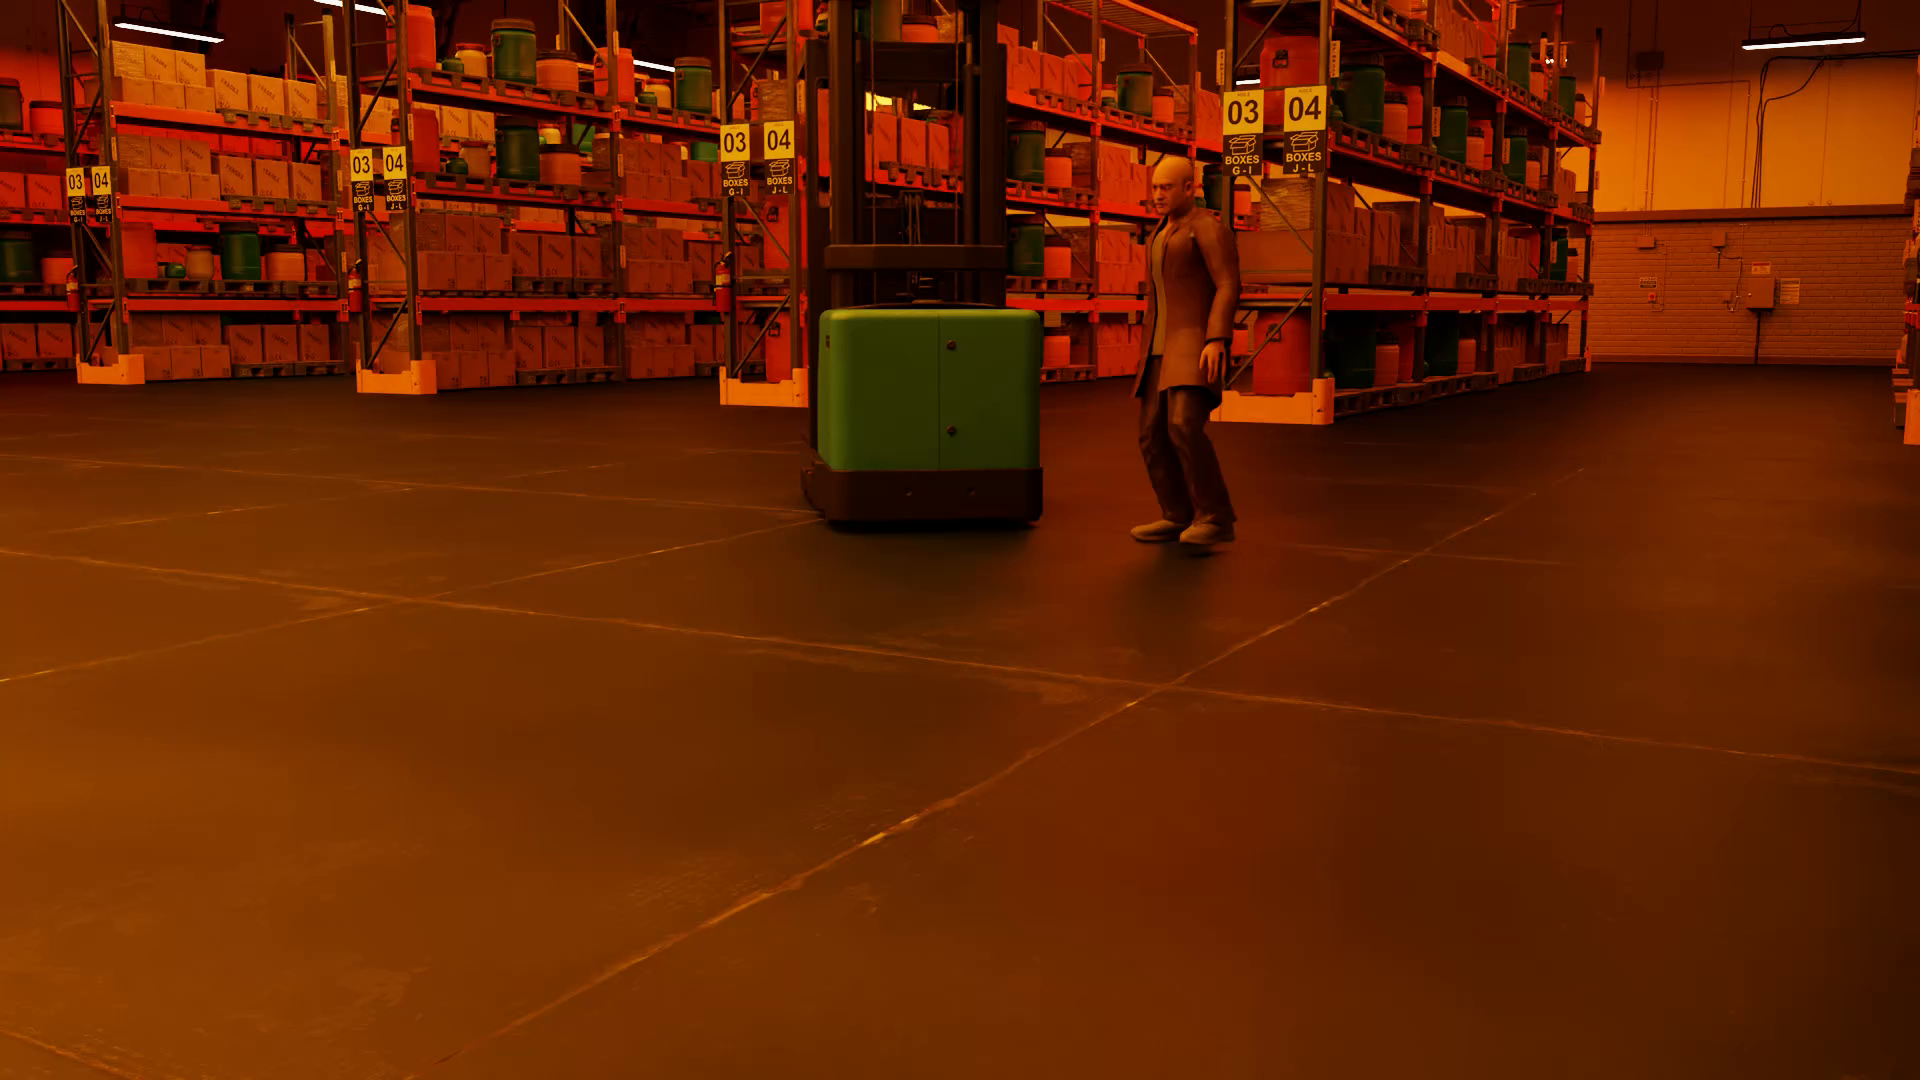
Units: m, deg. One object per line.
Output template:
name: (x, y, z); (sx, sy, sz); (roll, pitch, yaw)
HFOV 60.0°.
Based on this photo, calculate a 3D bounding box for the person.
person: (1.002, -0.850, 7.581); (0.440, 1.752, 0.832); (-4, 9, -25)

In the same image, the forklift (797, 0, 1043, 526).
forklift: (-0.328, -1.685, 9.305); (1.130, 2.935, 3.031); (-1, 8, -9)
